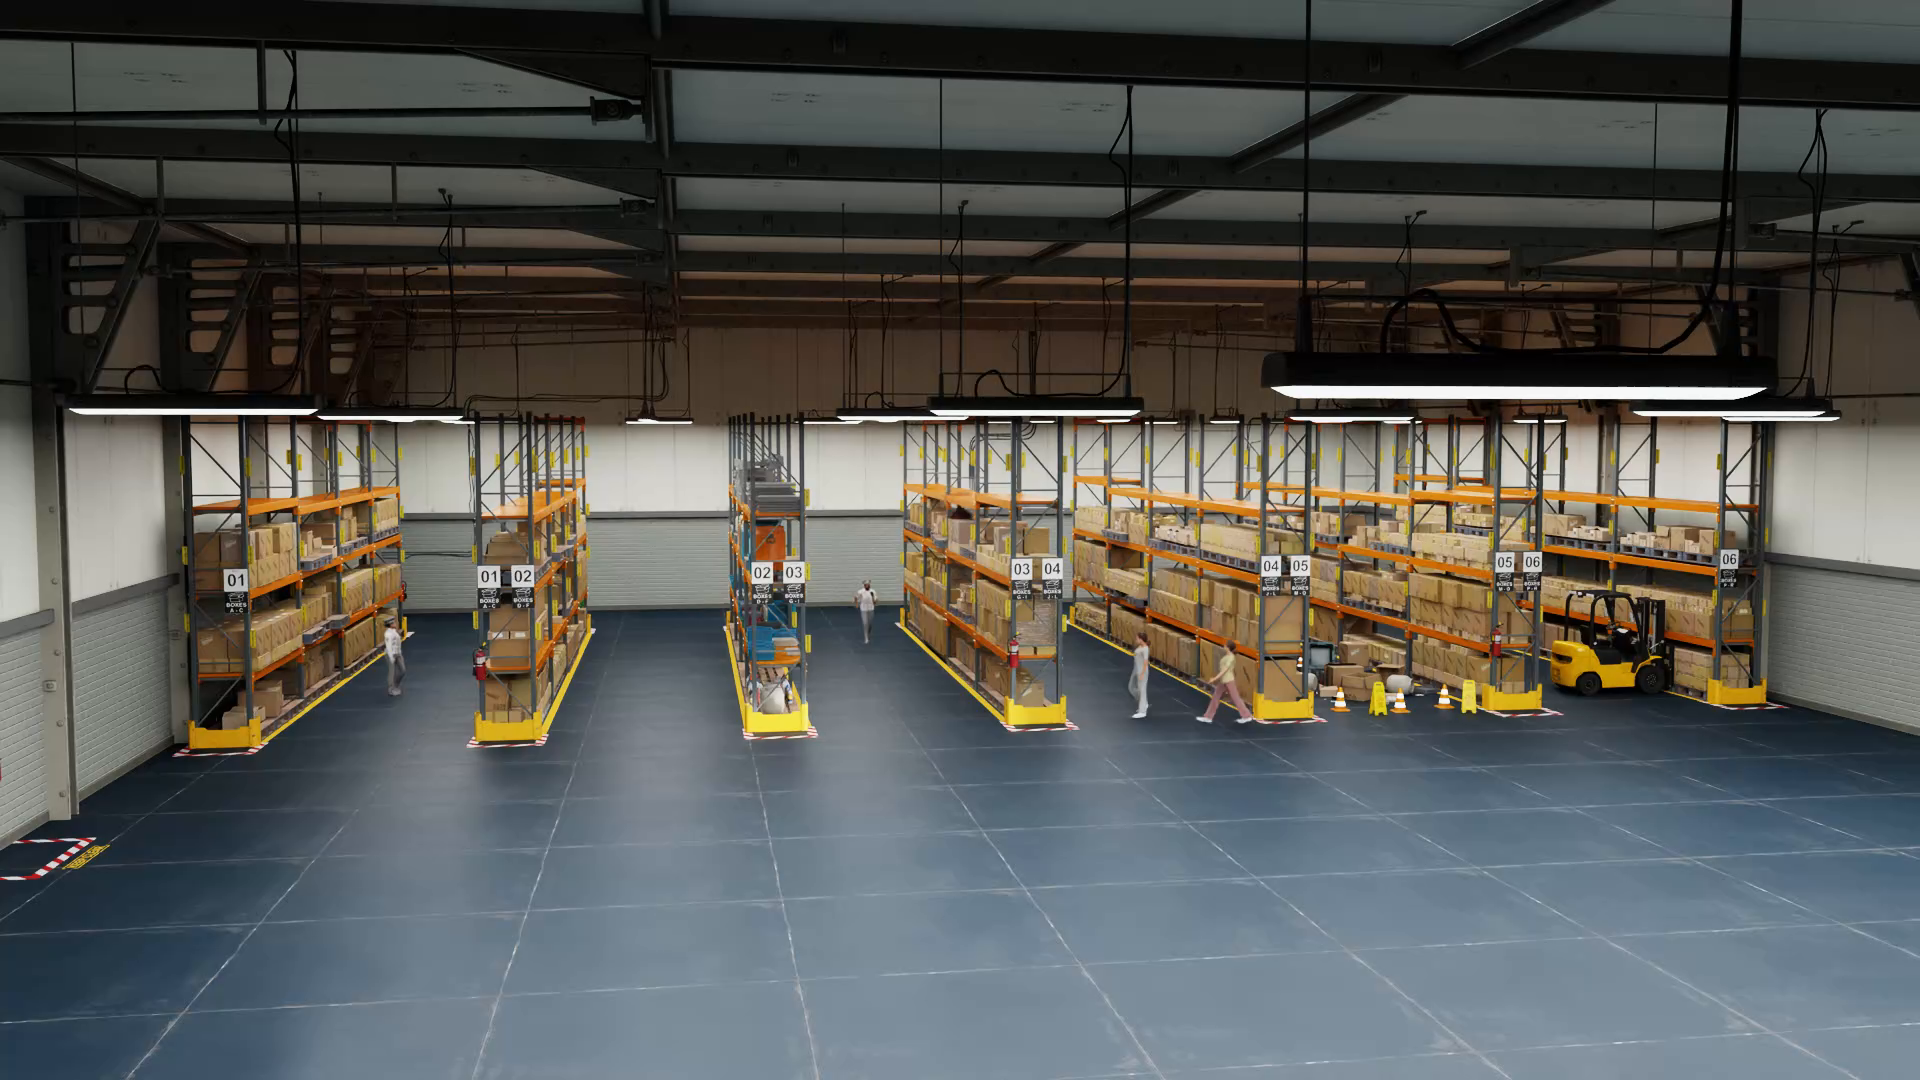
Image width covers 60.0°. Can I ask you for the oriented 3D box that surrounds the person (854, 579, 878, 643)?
[{"bbox_3d":[-2.469,1.858,44.126,0.627,1.652,1.028,-1,4,-9],"label":"person"}]

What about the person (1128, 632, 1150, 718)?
[{"bbox_3d":[3.560,2.642,32.867,0.492,1.677,0.535,-2,4,-21],"label":"person"}]

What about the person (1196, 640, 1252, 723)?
[{"bbox_3d":[5.096,2.731,32.029,1.042,1.605,0.492,0,4,-2],"label":"person"}]

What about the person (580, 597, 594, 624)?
[{"bbox_3d":[-11.026,1.575,48.138,1.056,1.744,0.604,3,5,41],"label":"person"}]

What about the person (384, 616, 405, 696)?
[{"bbox_3d":[-12.121,2.477,35.587,0.375,1.706,0.530,1,4,18],"label":"person"}]
